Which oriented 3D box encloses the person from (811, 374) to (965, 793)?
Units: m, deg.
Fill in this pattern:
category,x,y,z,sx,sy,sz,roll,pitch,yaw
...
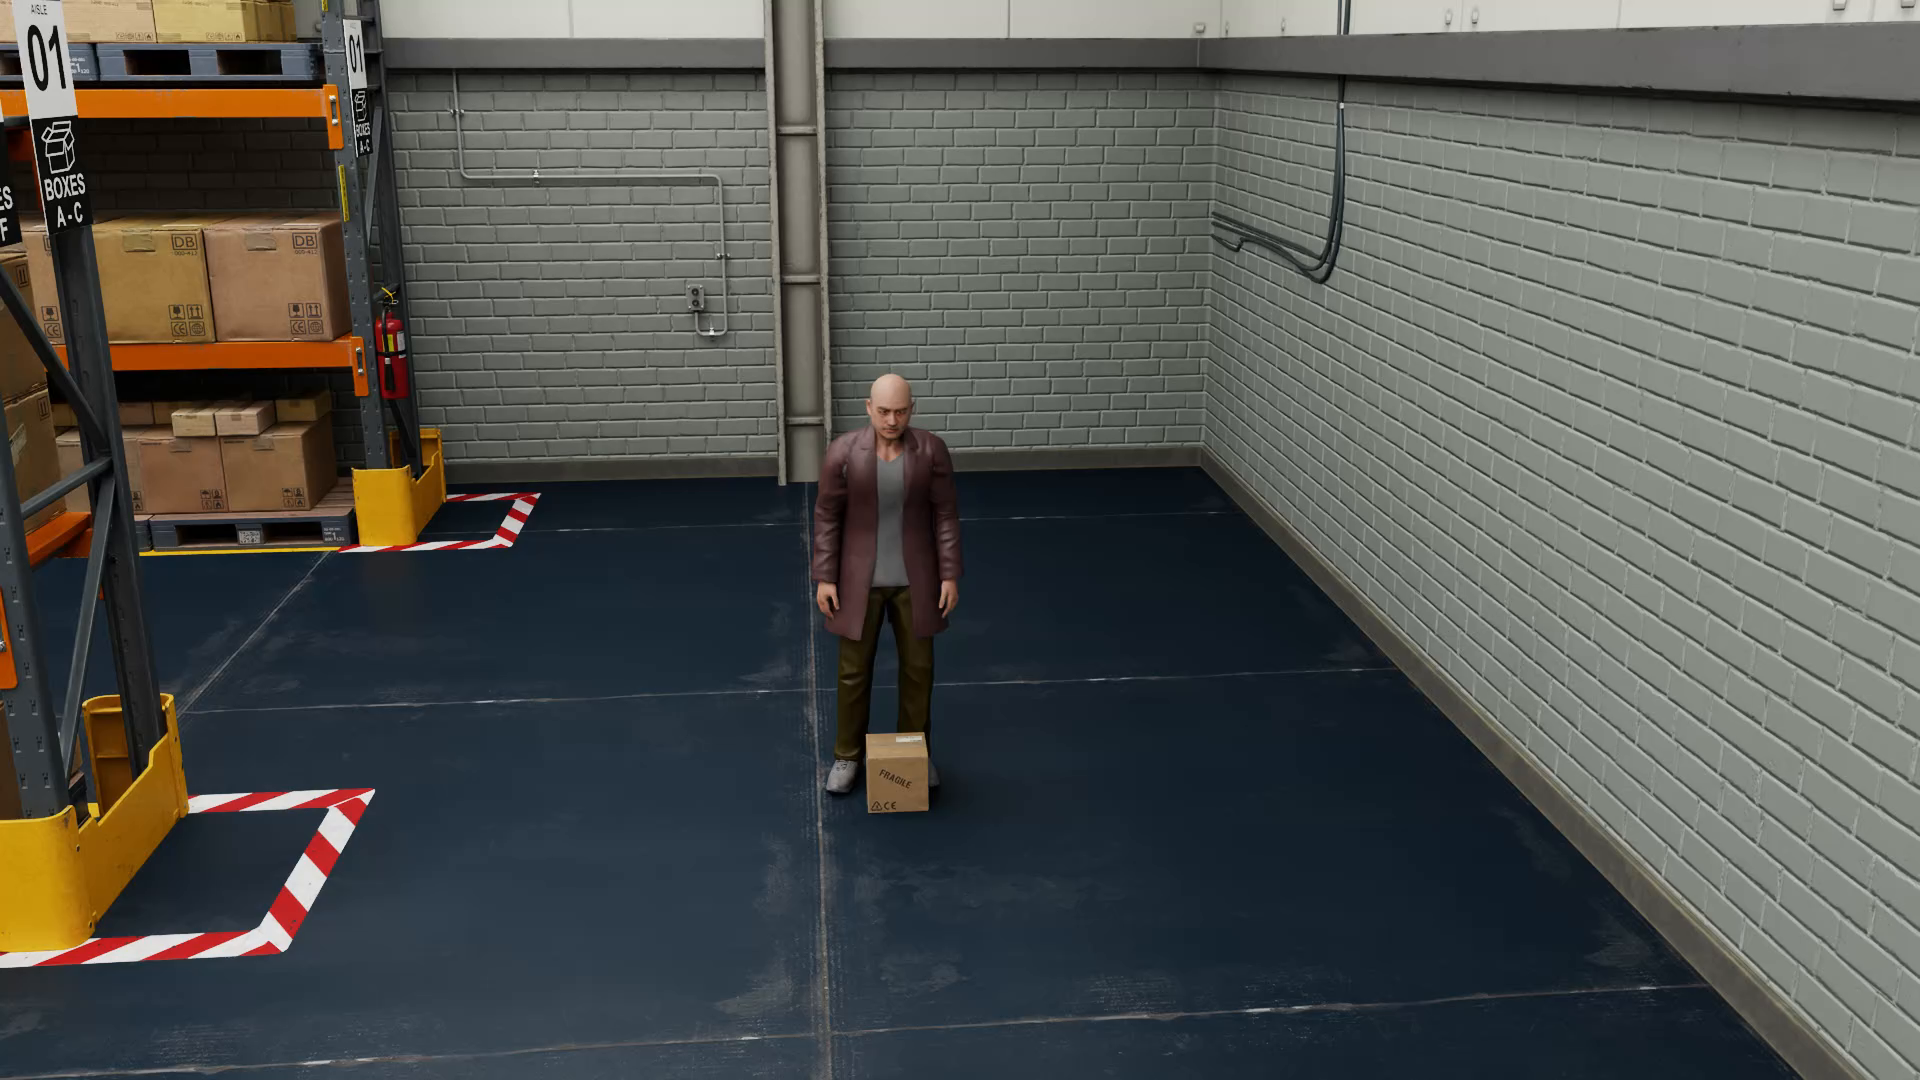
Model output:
category,x,y,z,sx,sy,sz,roll,pitch,yaw
person,-0.302,0.173,6.978,0.643,1.774,0.424,-2,17,-5
